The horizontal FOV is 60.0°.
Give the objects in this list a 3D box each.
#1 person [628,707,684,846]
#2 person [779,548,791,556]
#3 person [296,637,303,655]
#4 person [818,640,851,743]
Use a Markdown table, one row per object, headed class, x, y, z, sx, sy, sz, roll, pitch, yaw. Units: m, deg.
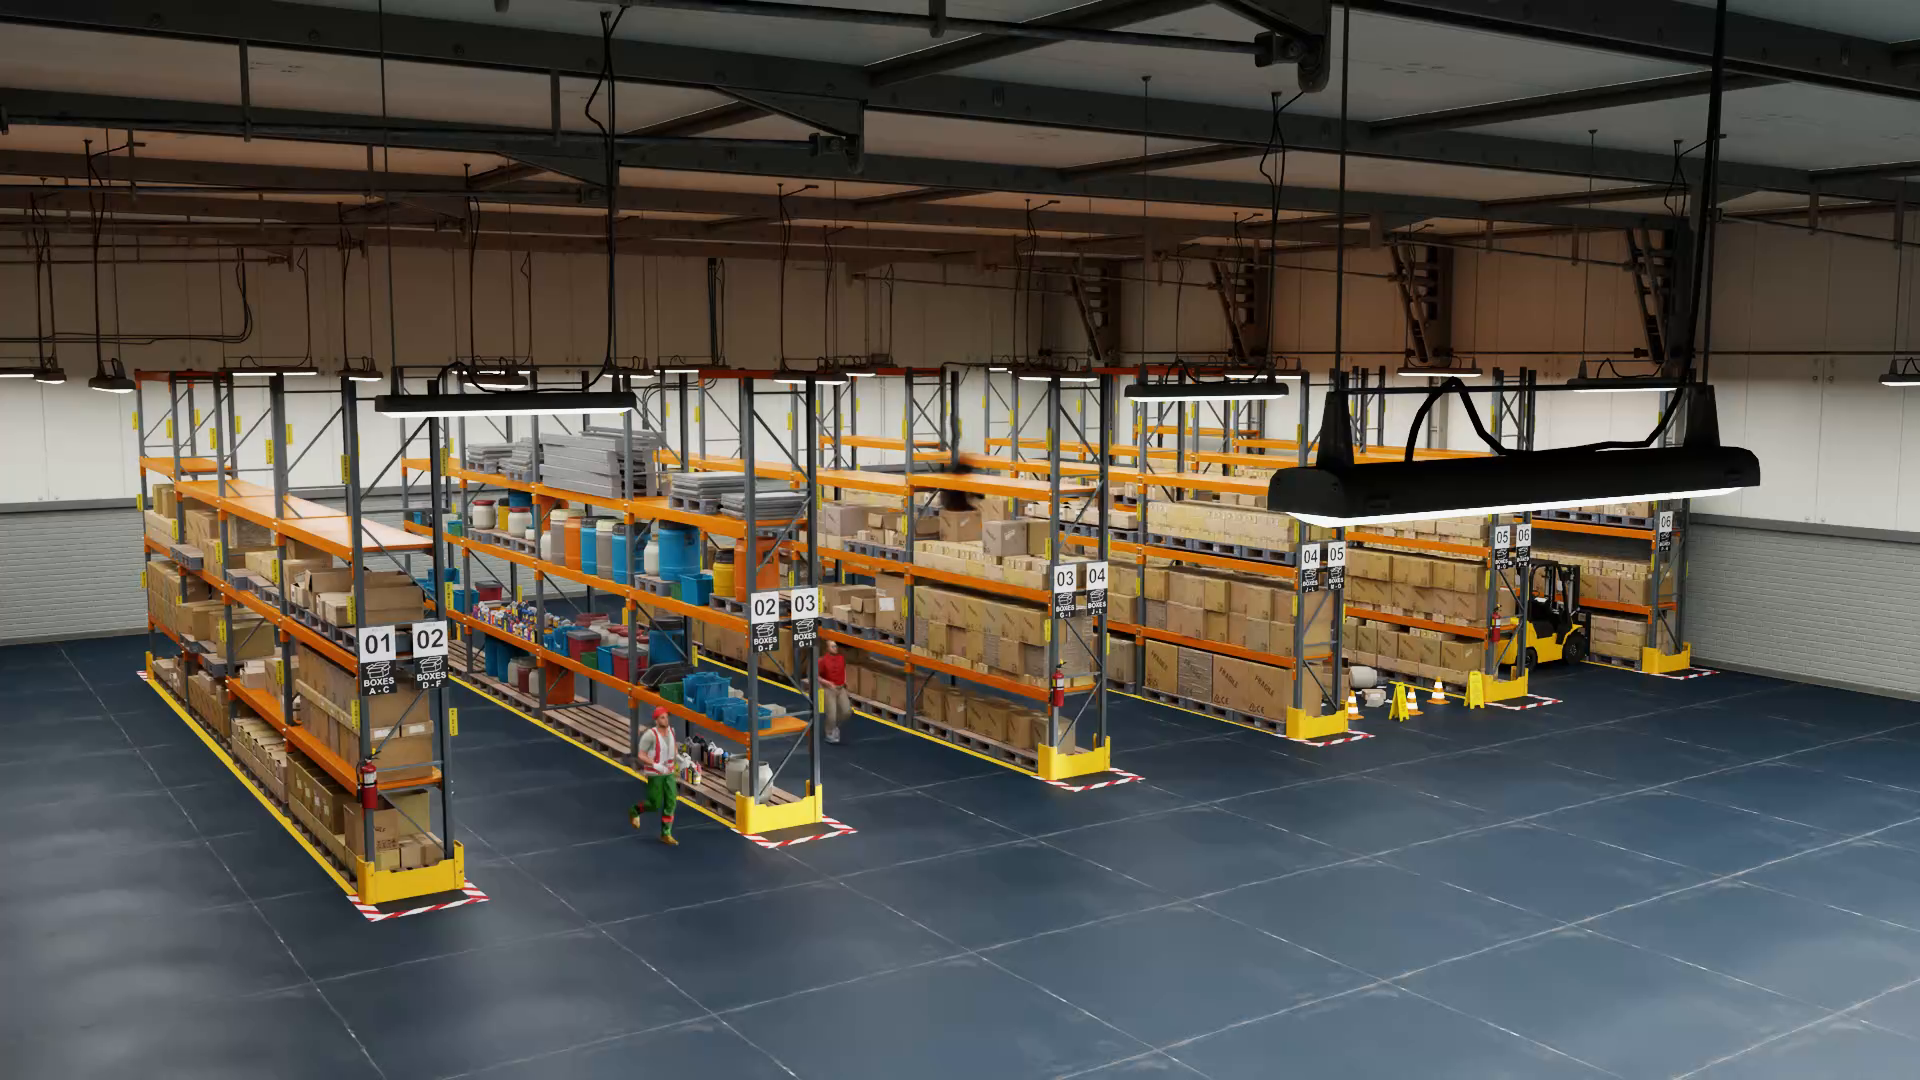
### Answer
| class | x | y | z | sx | sy | sz | roll | pitch | yaw |
| --- | --- | --- | --- | --- | --- | --- | --- | --- | --- |
| person | -3.931 | 3.035 | 21.641 | 0.849 | 1.773 | 0.673 | 5 | 8 | 40 |
| person | -4.422 | 0.855 | 41.152 | 0.904 | 1.674 | 0.582 | 3 | 7 | 23 |
| person | -12.802 | 1.859 | 32.370 | 0.761 | 1.721 | 0.563 | 5 | 8 | 39 |
| person | -2.014 | 2.456 | 26.867 | 0.638 | 1.681 | 0.564 | -5 | 8 | -36 |
